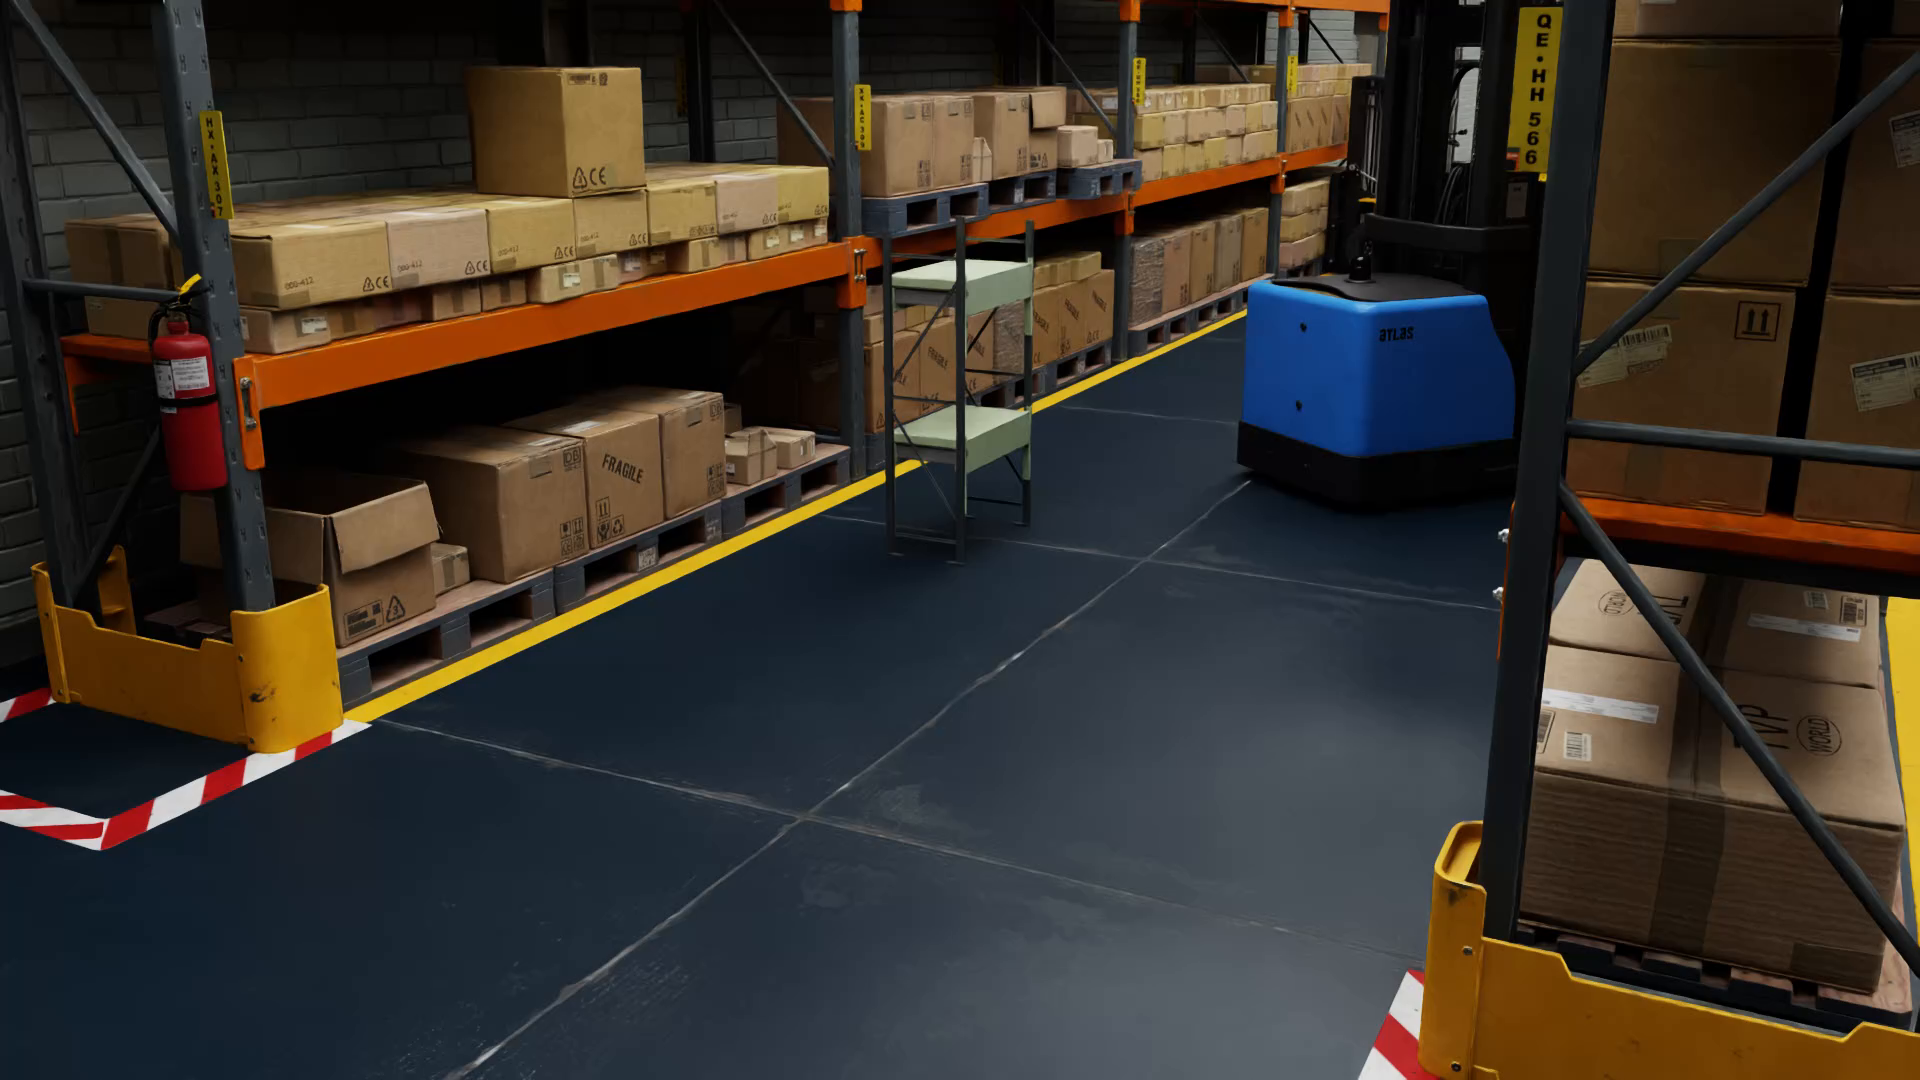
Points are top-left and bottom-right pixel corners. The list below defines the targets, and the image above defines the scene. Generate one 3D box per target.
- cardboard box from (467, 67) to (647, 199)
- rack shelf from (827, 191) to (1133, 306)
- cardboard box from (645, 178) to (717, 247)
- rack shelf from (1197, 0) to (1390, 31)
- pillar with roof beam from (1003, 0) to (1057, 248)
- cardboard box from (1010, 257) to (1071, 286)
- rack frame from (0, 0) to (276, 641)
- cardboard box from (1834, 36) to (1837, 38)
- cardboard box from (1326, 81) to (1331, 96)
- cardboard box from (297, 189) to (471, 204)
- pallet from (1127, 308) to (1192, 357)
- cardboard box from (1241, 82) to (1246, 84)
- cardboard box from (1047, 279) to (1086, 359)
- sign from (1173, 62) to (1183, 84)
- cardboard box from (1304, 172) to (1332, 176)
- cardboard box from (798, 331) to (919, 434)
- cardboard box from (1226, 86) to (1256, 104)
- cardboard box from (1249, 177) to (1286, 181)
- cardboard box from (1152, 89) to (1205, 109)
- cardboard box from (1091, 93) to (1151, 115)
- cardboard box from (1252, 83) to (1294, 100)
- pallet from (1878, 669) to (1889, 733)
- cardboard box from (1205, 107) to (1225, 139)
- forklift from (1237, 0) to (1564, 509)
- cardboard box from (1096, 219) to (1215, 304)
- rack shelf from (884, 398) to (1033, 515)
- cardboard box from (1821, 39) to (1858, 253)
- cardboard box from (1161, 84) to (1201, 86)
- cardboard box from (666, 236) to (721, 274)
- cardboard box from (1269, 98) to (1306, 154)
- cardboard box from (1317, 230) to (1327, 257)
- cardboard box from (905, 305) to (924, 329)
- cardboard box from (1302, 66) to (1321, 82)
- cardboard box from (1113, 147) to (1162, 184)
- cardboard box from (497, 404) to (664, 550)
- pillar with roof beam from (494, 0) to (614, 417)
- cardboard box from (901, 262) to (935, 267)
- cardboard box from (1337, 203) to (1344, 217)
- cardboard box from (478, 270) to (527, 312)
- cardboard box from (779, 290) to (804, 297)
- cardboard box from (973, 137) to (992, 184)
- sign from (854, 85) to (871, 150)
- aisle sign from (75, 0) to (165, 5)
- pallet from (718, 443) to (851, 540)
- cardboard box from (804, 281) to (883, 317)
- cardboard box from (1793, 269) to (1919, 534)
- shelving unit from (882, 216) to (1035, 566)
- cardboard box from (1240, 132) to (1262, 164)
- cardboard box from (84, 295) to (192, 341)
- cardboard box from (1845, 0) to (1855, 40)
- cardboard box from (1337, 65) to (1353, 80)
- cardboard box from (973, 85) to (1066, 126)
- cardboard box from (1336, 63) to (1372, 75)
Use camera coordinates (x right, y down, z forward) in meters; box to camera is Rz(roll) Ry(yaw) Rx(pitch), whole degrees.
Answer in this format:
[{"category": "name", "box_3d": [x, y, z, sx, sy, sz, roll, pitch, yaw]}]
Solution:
[{"category": "cardboard box", "box_3d": [-1.666, -1.703, 6.914, 0.500, 0.500, 0.500, 9, 19, 27]}, {"category": "rack shelf", "box_3d": [-0.099, -1.993, 10.729, 1.077, 0.370, 4.000, 8, 18, 25]}, {"category": "cardboard box", "box_3d": [-1.447, -1.483, 7.492, 0.500, 0.250, 0.500, 8, 18, 25]}, {"category": "rack shelf", "box_3d": [3.476, -5.469, 17.163, 1.077, 0.370, 4.000, 8, 18, 25]}, {"category": "pillar with roof beam", "box_3d": [4.423, -5.622, 11.148, 9.100, 9.000, 0.400, 8, 18, 25]}, {"category": "cardboard box", "box_3d": [0.550, -1.868, 11.560, 0.380, 0.149, 0.250, 7, 18, 24]}, {"category": "rack frame", "box_3d": [-2.780, -0.809, 5.481, 1.000, 3.000, 0.127, 8, 18, 25]}, {"category": "cardboard box", "box_3d": [2.105, -1.395, 4.381, 0.380, 0.149, 0.250, 8, 18, 25]}, {"category": "cardboard box", "box_3d": [3.558, -4.595, 16.912, 0.380, 0.149, 0.250, 7, 18, 24]}, {"category": "cardboard box", "box_3d": [-2.355, -1.288, 6.833, 0.500, 0.250, 0.500, 9, 19, 27]}, {"category": "pallet", "box_3d": [1.198, -1.715, 13.428, 1.003, 0.211, 1.213, 8, 18, 25]}, {"category": "cardboard box", "box_3d": [2.577, -4.408, 16.281, 0.380, 0.149, 0.250, 8, 18, 24]}, {"category": "cardboard box", "box_3d": [0.565, -1.589, 11.759, 0.500, 0.500, 0.500, 8, 18, 25]}, {"category": "sign", "box_3d": [2.085, -4.389, 15.874, 0.100, 0.325, 0.005, 8, 18, 25]}, {"category": "cardboard box", "box_3d": [4.004, -3.830, 17.986, 0.500, 0.250, 0.500, 8, 18, 26]}, {"category": "cardboard box", "box_3d": [-0.575, -0.926, 9.526, 0.500, 0.500, 0.500, 9, 19, 28]}, {"category": "cardboard box", "box_3d": [2.374, -3.902, 14.579, 0.380, 0.149, 0.250, 7, 18, 24]}, {"category": "cardboard box", "box_3d": [3.080, -3.637, 17.336, 0.500, 0.250, 0.500, 8, 18, 26]}, {"category": "cardboard box", "box_3d": [1.768, -3.580, 13.494, 0.380, 0.149, 0.250, 9, 19, 27]}, {"category": "cardboard box", "box_3d": [1.201, -3.250, 12.383, 0.380, 0.149, 0.250, 9, 19, 27]}, {"category": "cardboard box", "box_3d": [2.960, -4.273, 15.827, 0.380, 0.149, 0.250, 8, 18, 24]}, {"category": "pallet", "box_3d": [2.496, 0.635, 5.517, 1.003, 0.211, 1.213, 8, 18, 25]}, {"category": "cardboard box", "box_3d": [1.892, -3.489, 13.887, 0.500, 0.250, 0.500, 8, 18, 26]}, {"category": "forklift", "box_3d": [3.091, -1.833, 9.050, 3.031, 2.935, 1.130, -8, 18, -25]}, {"category": "cardboard box", "box_3d": [1.672, -2.406, 14.291, 0.875, 0.625, 0.625, 7, 18, 23]}, {"category": "rack shelf", "box_3d": [0.003, -0.408, 7.909, 0.431, 0.370, 0.720, 8, 18, 25]}, {"category": "cardboard box", "box_3d": [2.356, -0.925, 3.938, 0.500, 0.500, 0.500, 8, 18, 24]}, {"category": "cardboard box", "box_3d": [1.954, -4.038, 15.035, 0.380, 0.149, 0.250, 8, 18, 25]}, {"category": "cardboard box", "box_3d": [-1.331, -1.324, 7.656, 0.380, 0.149, 0.250, 8, 18, 25]}, {"category": "cardboard box", "box_3d": [3.014, -3.994, 16.027, 0.500, 0.500, 0.500, 8, 18, 24]}, {"category": "cardboard box", "box_3d": [3.523, -3.095, 17.267, 0.500, 0.250, 0.500, 8, 19, 26]}, {"category": "cardboard box", "box_3d": [-0.435, -1.347, 9.805, 0.380, 0.149, 0.250, 7, 18, 23]}, {"category": "cardboard box", "box_3d": [3.339, -4.608, 16.432, 0.380, 0.149, 0.250, 9, 19, 27]}, {"category": "cardboard box", "box_3d": [1.212, -2.857, 12.639, 0.500, 0.250, 0.500, 8, 18, 26]}, {"category": "cardboard box", "box_3d": [-1.679, -0.291, 7.388, 0.500, 0.500, 0.500, 8, 19, 26]}, {"category": "pillar with roof beam", "box_3d": [1.742, -4.094, 6.003, 9.100, 9.000, 0.400, 8, 18, 25]}, {"category": "cardboard box", "box_3d": [-0.177, -1.800, 11.330, 0.380, 0.149, 0.250, 8, 18, 24]}, {"category": "cardboard box", "box_3d": [3.759, -3.457, 17.607, 0.500, 0.250, 0.500, 8, 18, 25]}, {"category": "cardboard box", "box_3d": [-1.947, -1.005, 6.580, 0.380, 0.149, 0.250, 8, 19, 26]}, {"category": "cardboard box", "box_3d": [-0.872, -1.403, 9.995, 0.380, 0.149, 0.250, 8, 18, 26]}, {"category": "cardboard box", "box_3d": [-0.028, -2.270, 9.898, 0.396, 0.266, 0.258, 9, 19, 28]}, {"category": "sign", "box_3d": [-0.503, -2.176, 8.563, 0.100, 0.325, 0.005, 8, 18, 25]}, {"category": "aisle sign", "box_3d": [-2.547, -2.001, 4.927, 0.394, 0.787, 0.004, 8, 18, 25]}, {"category": "pallet", "box_3d": [-1.300, -0.317, 8.720, 1.003, 0.211, 1.213, 8, 18, 25]}, {"category": "cardboard box", "box_3d": [-0.648, -1.350, 9.293, 0.380, 0.149, 0.250, 8, 18, 24]}, {"category": "cardboard box", "box_3d": [2.134, -0.313, 3.633, 0.500, 0.500, 0.500, 8, 18, 25]}, {"category": "shelving unit", "box_3d": [0.003, -0.721, 7.817, 0.431, 1.500, 0.755, 8, 18, 25]}, {"category": "cardboard box", "box_3d": [2.372, -3.504, 14.816, 0.500, 0.250, 0.500, 8, 18, 25]}, {"category": "cardboard box", "box_3d": [-2.872, -0.808, 5.916, 0.380, 0.149, 0.250, 8, 18, 25]}, {"category": "cardboard box", "box_3d": [3.165, -1.735, 5.525, 0.380, 0.149, 0.250, 8, 18, 25]}, {"category": "cardboard box", "box_3d": [3.918, -4.931, 17.519, 0.380, 0.149, 0.250, 8, 19, 26]}, {"category": "cardboard box", "box_3d": [0.425, -2.985, 11.894, 0.500, 0.500, 0.500, 9, 19, 28]}, {"category": "cardboard box", "box_3d": [4.398, -5.268, 18.656, 0.380, 0.149, 0.250, 8, 18, 26]}]
